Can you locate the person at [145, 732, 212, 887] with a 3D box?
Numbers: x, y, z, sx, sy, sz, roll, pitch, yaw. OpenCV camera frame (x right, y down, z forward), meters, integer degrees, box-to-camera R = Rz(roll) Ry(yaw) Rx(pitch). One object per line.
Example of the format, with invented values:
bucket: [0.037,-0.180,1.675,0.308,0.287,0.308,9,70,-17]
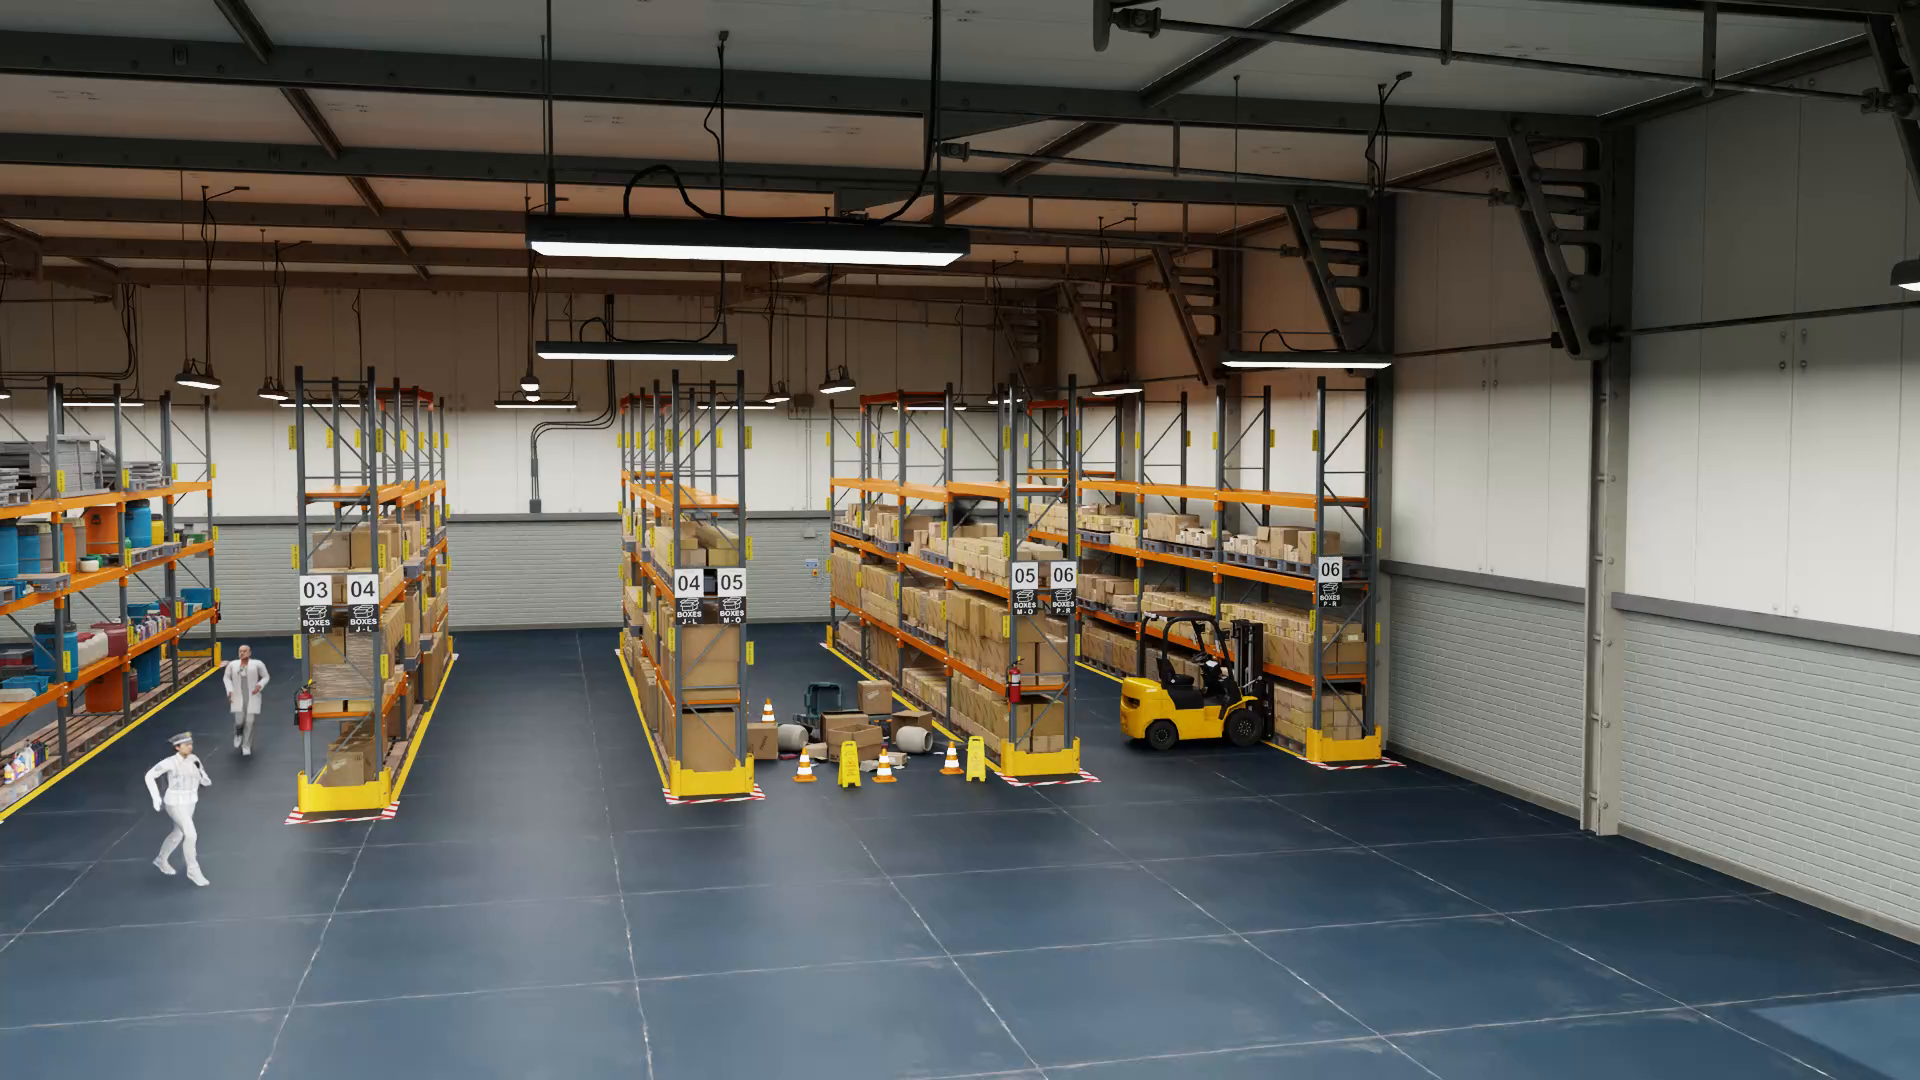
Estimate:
person: [-8.815,3.024,18.828,0.815,1.737,0.580,1,4,17]

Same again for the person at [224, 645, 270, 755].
person: [-11.415,2.588,26.612,0.700,1.668,0.673,-1,4,-17]
